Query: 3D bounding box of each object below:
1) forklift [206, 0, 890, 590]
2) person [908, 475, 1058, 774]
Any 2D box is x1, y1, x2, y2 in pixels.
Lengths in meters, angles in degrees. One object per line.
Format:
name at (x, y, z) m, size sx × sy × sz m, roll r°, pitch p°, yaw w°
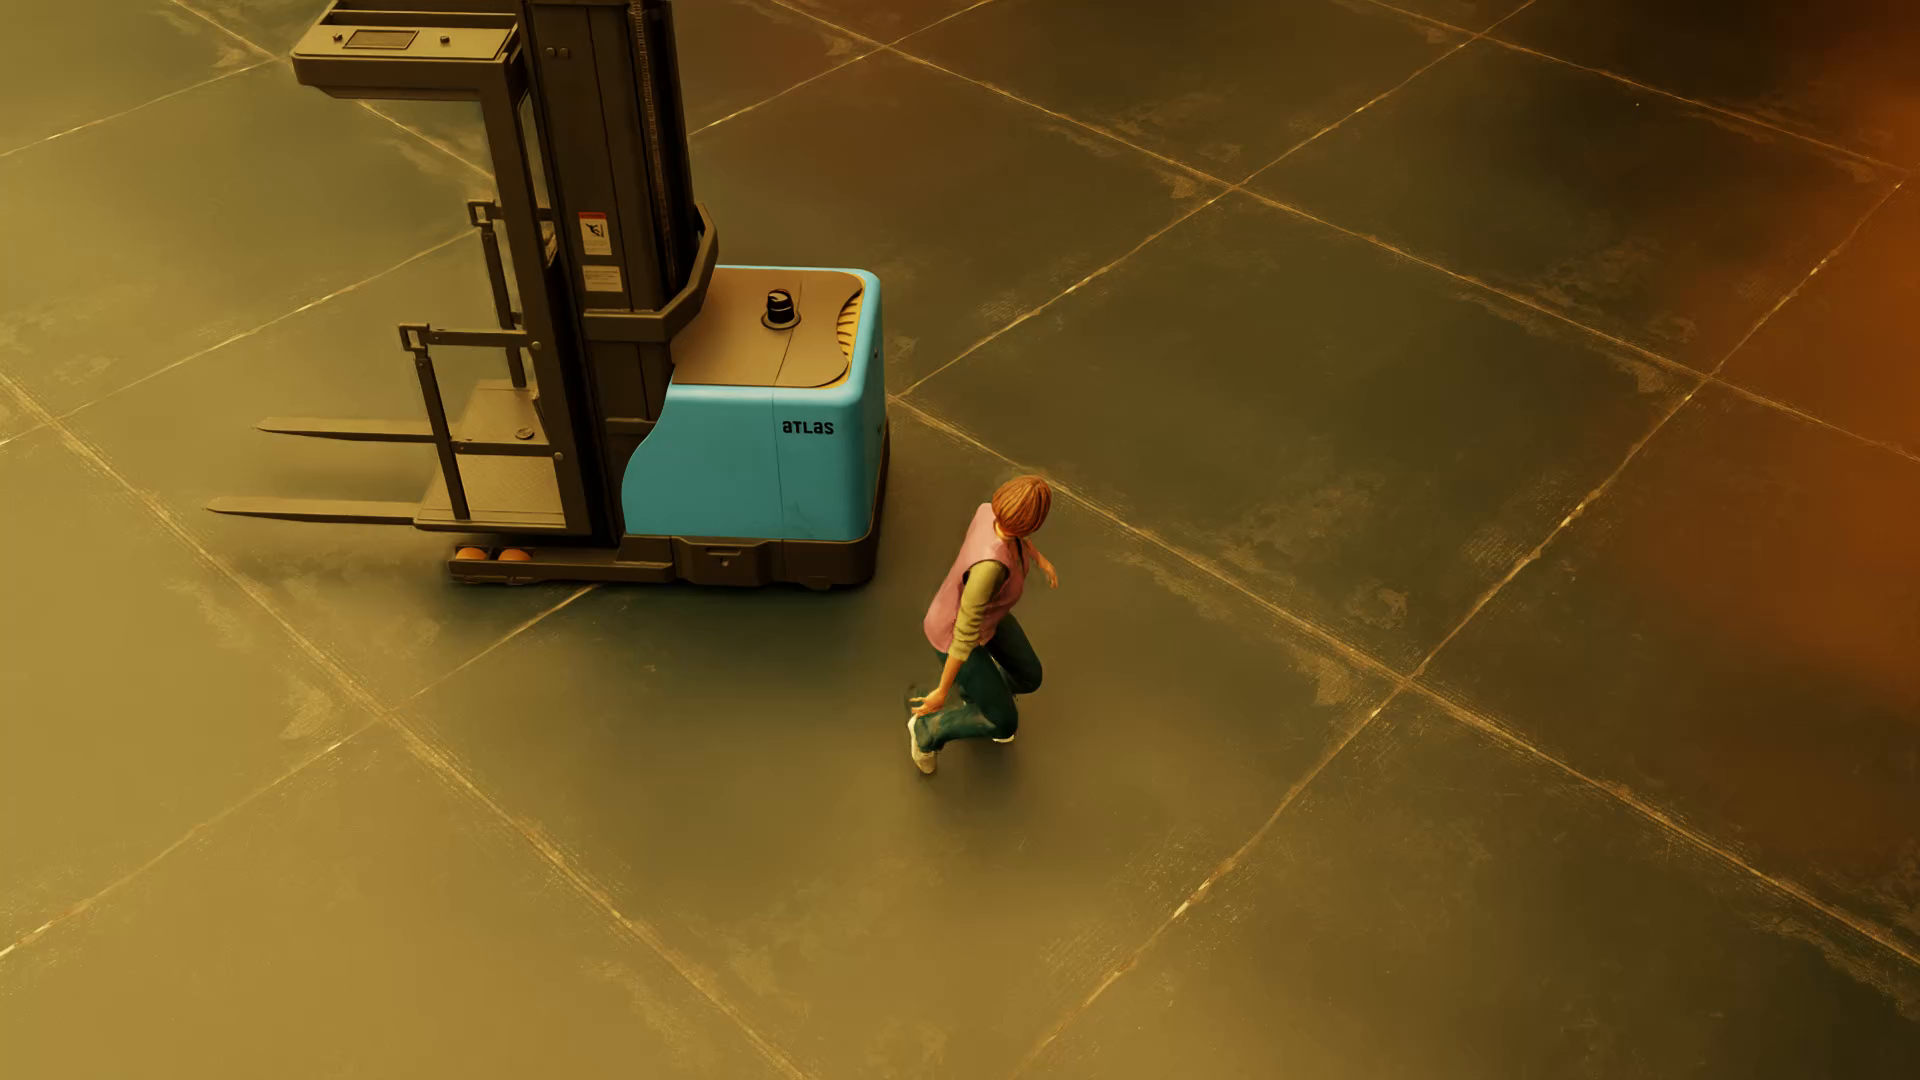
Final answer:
forklift at (-1.875, -1.251, 6.886) m, size 3.031 × 2.935 × 1.130 m, roll 2°, pitch 41°, yaw 2°
person at (0.052, 0.349, 6.207) m, size 0.477 × 1.422 × 0.822 m, roll 15°, pitch 43°, yaw 17°
